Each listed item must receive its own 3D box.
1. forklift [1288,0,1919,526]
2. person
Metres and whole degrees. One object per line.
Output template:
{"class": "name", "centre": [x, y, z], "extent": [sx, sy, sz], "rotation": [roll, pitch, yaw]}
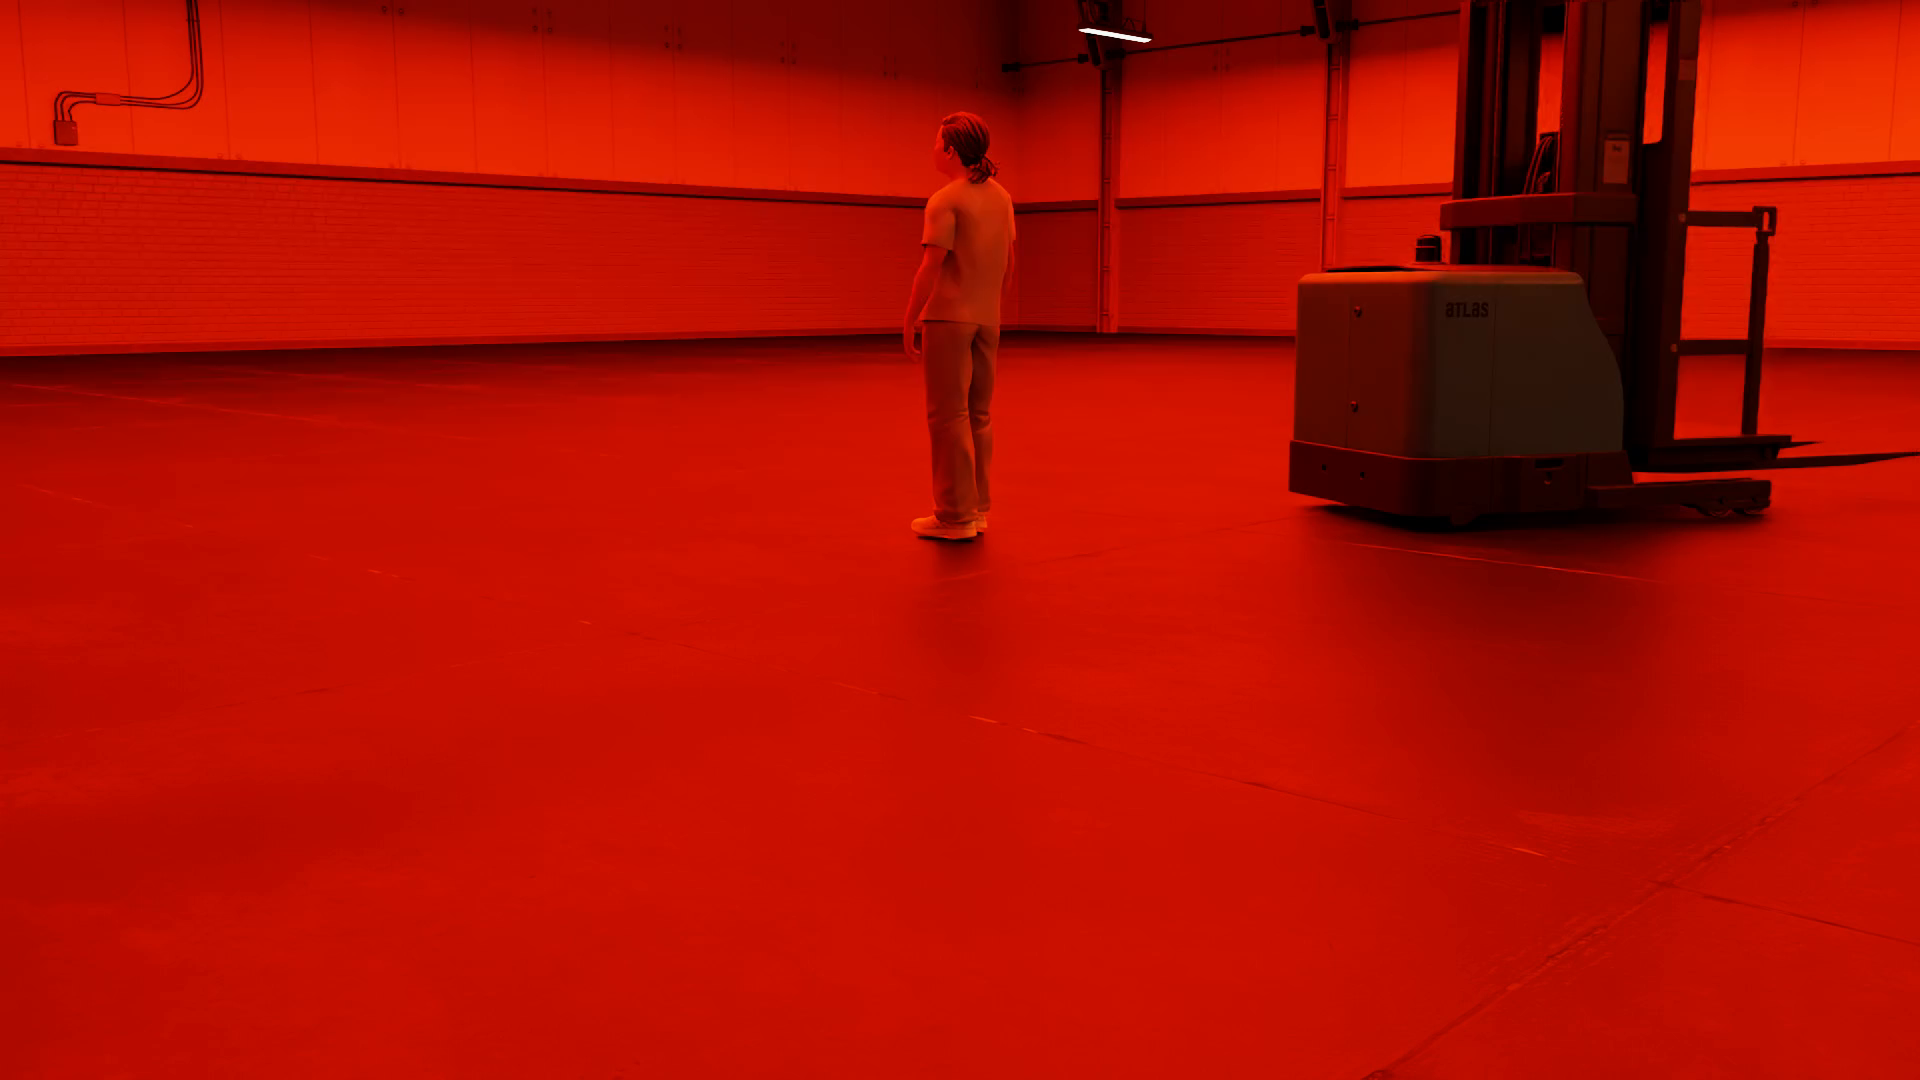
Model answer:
{"class": "forklift", "centre": [3.103, -1.619, 7.627], "extent": [3.031, 2.935, 1.130], "rotation": [-3, 9, -20]}
{"class": "person", "centre": [-0.044, -0.845, 6.652], "extent": [0.548, 1.672, 0.549], "rotation": [8, 12, 43]}
